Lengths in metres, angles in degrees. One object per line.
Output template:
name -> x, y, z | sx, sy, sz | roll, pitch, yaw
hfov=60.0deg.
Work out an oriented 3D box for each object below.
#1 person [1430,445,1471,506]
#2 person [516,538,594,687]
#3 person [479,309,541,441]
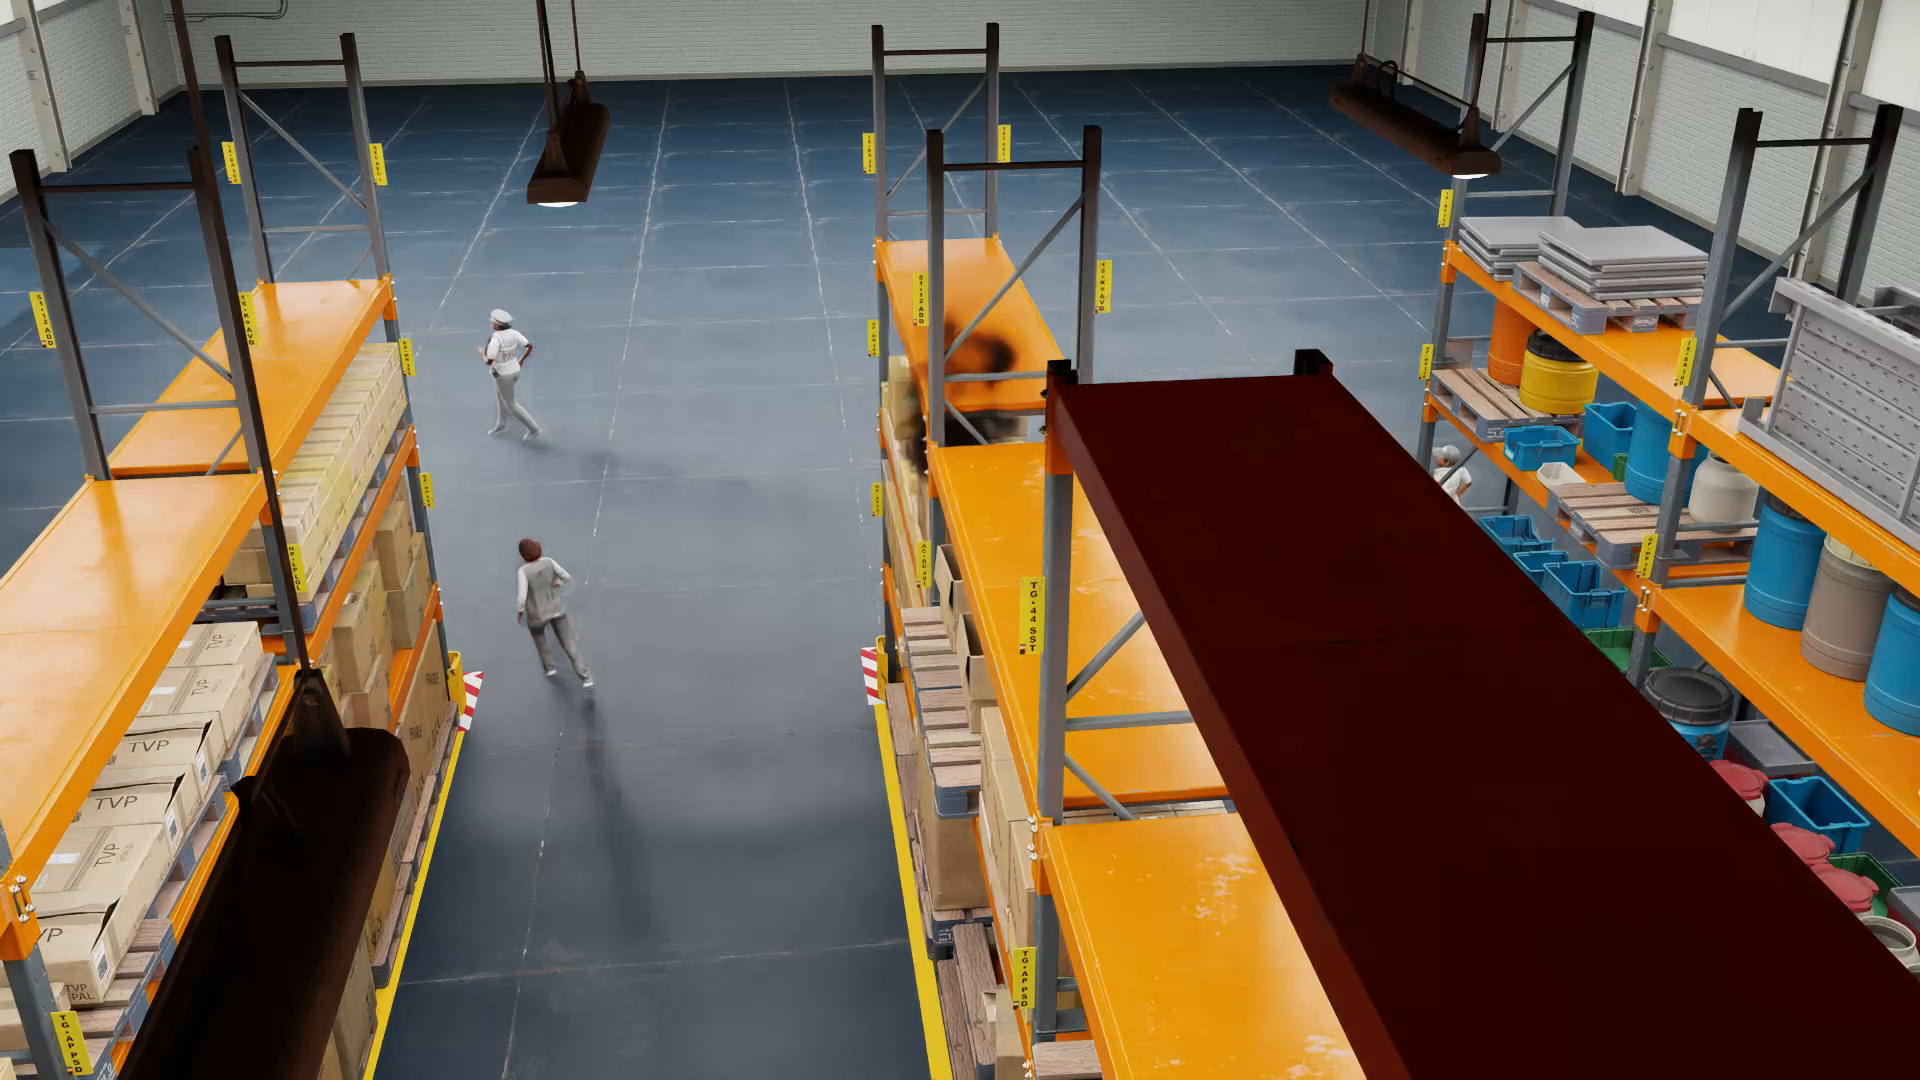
person -> 4.927, -0.235, 17.162 | 0.651, 1.631, 0.647 | 19, 32, 35
person -> -3.810, 0.698, 15.223 | 0.611, 1.588, 0.783 | -18, 31, -33
person -> -5.659, -2.049, 20.802 | 0.885, 1.721, 0.562 | 9, 27, 17
